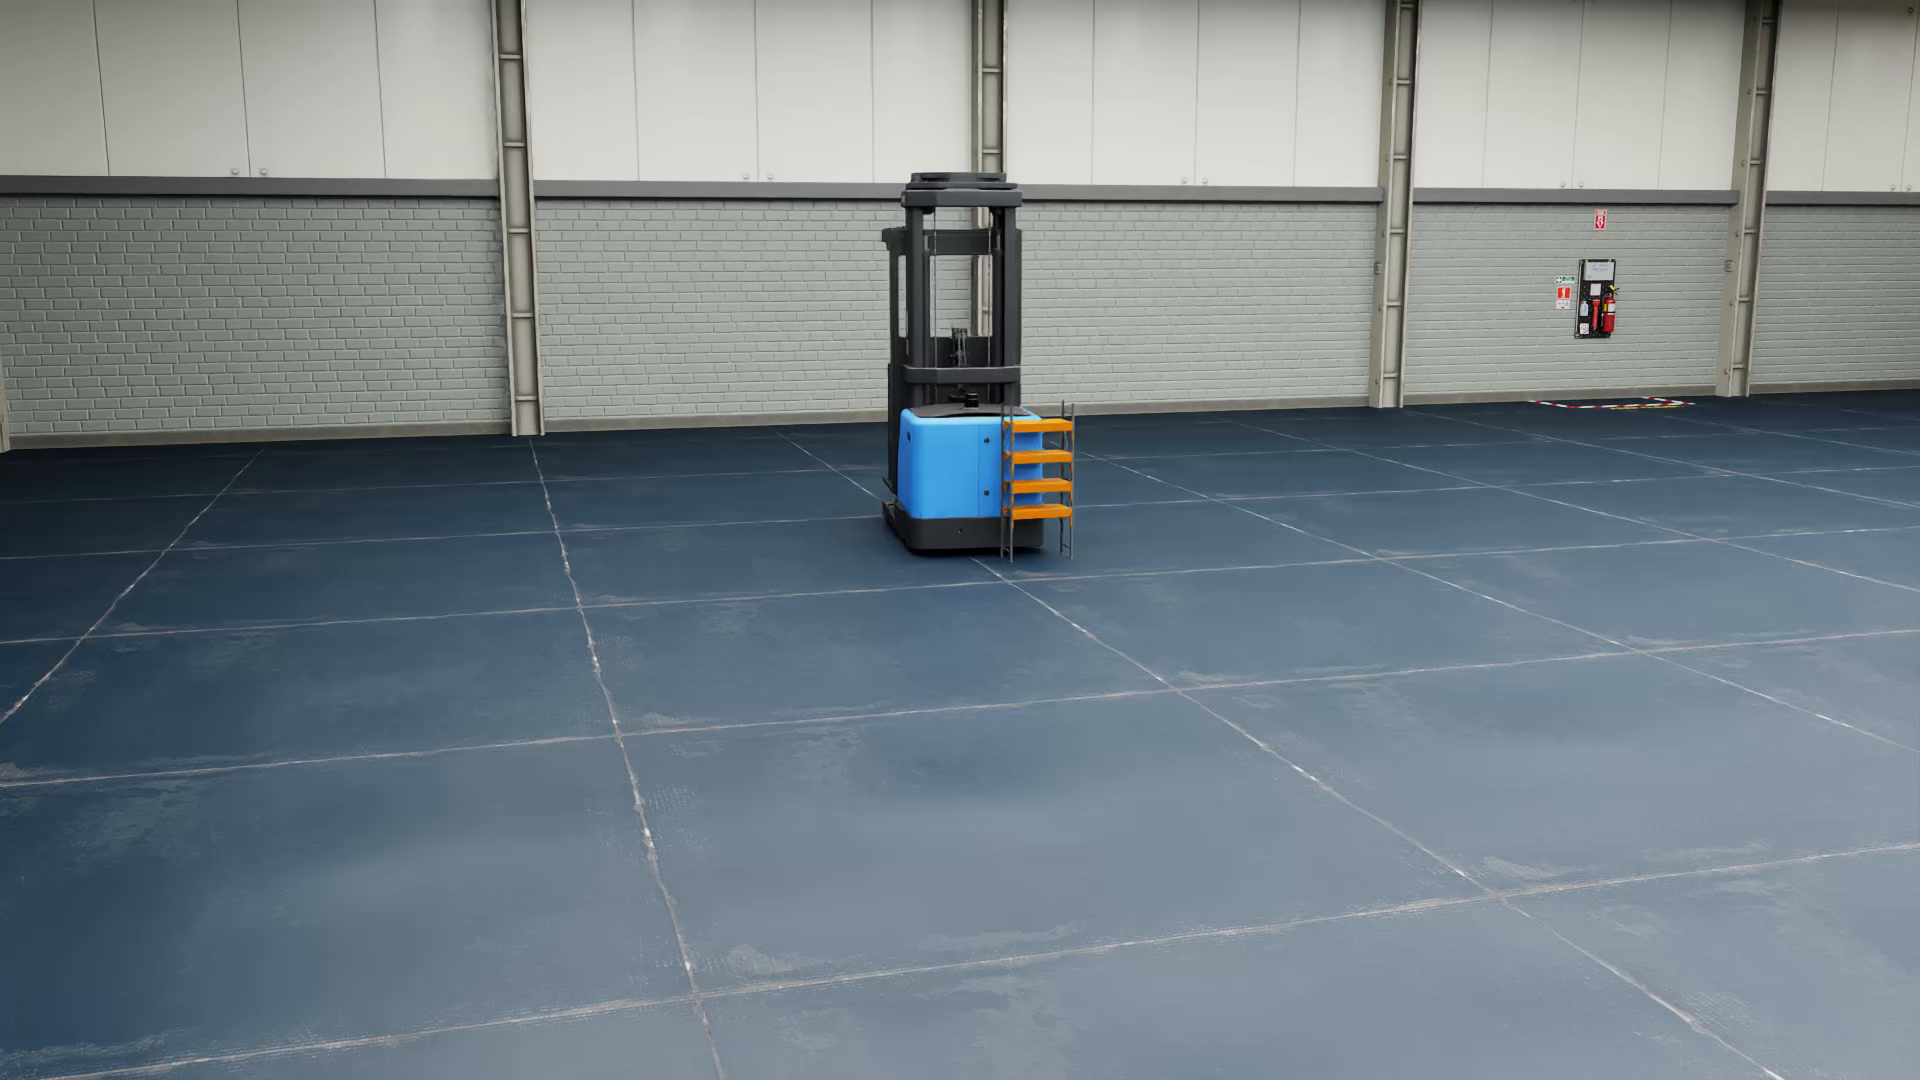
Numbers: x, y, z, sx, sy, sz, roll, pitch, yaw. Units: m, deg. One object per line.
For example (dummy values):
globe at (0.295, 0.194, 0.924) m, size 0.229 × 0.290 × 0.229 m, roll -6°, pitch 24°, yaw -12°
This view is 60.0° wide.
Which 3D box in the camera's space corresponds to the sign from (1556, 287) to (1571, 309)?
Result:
sign at (8.959, -3.594, 24.687) m, size 0.234 × 0.329 × 0.001 m, roll -3°, pitch 11°, yaw -16°

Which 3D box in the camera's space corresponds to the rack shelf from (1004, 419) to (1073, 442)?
rack shelf at (0.587, -0.835, 12.595) m, size 0.480 × 0.148 × 0.258 m, roll -3°, pitch 11°, yaw -17°

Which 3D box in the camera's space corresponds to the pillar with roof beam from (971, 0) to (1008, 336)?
pillar with roof beam at (1.584, -5.300, 17.481) m, size 0.400 × 9.000 × 9.100 m, roll -3°, pitch 11°, yaw -16°

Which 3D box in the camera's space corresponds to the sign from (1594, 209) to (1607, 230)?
sign at (9.483, -4.744, 24.626) m, size 0.199 × 0.298 × 0.001 m, roll -3°, pitch 11°, yaw -16°

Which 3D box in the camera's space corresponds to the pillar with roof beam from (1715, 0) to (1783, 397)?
pillar with roof beam at (13.106, -5.907, 20.779) m, size 0.400 × 9.000 × 9.100 m, roll -3°, pitch 11°, yaw -16°

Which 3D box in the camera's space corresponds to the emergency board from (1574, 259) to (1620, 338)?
emergency board at (9.519, -3.587, 24.744) m, size 0.643 × 1.169 × 0.194 m, roll -3°, pitch 11°, yaw -16°

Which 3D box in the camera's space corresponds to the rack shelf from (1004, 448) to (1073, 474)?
rack shelf at (0.587, -0.602, 12.637) m, size 0.480 × 0.148 × 0.258 m, roll -3°, pitch 11°, yaw -17°

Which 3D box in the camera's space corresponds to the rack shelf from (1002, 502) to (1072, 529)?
rack shelf at (0.588, -0.187, 12.712) m, size 0.480 × 0.148 × 0.258 m, roll -3°, pitch 11°, yaw -17°

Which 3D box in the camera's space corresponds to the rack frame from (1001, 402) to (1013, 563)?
rack frame at (0.354, -0.435, 12.595) m, size 0.015 × 1.200 × 0.240 m, roll -3°, pitch 11°, yaw -17°

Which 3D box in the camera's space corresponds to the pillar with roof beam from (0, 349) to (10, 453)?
pillar with roof beam at (-9.938, -4.693, 14.182) m, size 0.400 × 9.000 × 9.100 m, roll -3°, pitch 11°, yaw -16°

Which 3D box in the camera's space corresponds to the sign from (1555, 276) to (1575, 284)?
sign at (8.966, -3.854, 24.632) m, size 0.331 × 0.109 × 0.001 m, roll -3°, pitch 11°, yaw -16°

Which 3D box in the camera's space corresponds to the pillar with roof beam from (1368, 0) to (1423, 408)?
pillar with roof beam at (7.345, -5.604, 19.130) m, size 0.400 × 9.000 × 9.100 m, roll -3°, pitch 11°, yaw -16°

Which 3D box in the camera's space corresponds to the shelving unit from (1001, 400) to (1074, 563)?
shelving unit at (0.587, -0.448, 12.665) m, size 0.503 × 1.200 × 0.258 m, roll -3°, pitch 11°, yaw -17°

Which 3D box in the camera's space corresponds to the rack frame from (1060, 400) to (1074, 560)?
rack frame at (0.821, -0.461, 12.735) m, size 0.015 × 1.200 × 0.240 m, roll -3°, pitch 11°, yaw -17°

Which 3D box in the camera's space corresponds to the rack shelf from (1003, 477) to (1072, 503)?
rack shelf at (0.587, -0.382, 12.677) m, size 0.480 × 0.148 × 0.258 m, roll -3°, pitch 11°, yaw -17°

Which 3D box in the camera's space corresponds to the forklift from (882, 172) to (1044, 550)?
forklift at (-0.071, -1.581, 14.037) m, size 1.130 × 2.935 × 3.031 m, roll -2°, pitch 11°, yaw -8°

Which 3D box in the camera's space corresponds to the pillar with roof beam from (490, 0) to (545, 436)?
pillar with roof beam at (-4.177, -4.996, 15.832) m, size 0.400 × 9.000 × 9.100 m, roll -3°, pitch 11°, yaw -16°

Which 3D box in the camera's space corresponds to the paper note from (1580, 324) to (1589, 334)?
paper note at (9.330, -3.157, 24.841) m, size 0.142 × 0.148 × 0.016 m, roll -3°, pitch 11°, yaw -16°
